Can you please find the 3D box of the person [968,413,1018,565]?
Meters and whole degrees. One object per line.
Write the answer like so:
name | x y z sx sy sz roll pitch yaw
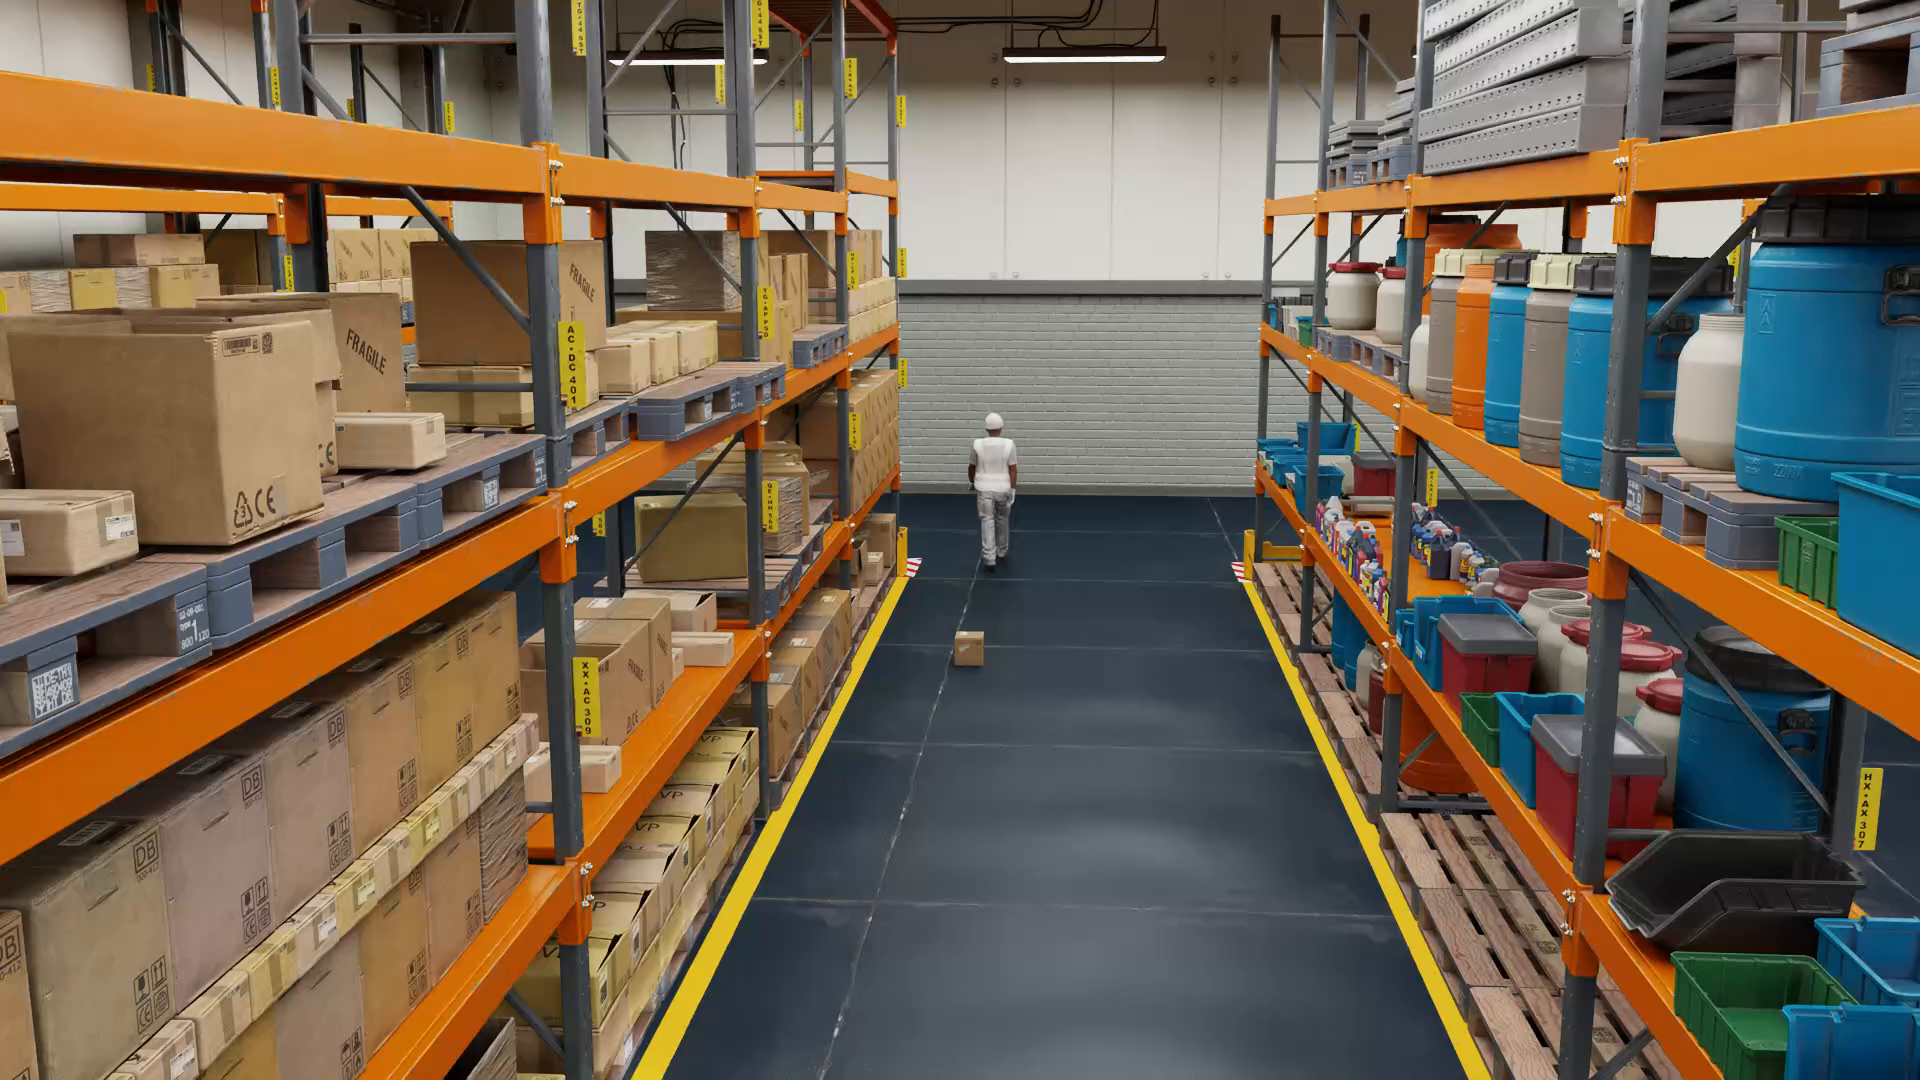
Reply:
person | 0.369 -0.606 19.090 0.553 1.733 1.054 0 11 -3
